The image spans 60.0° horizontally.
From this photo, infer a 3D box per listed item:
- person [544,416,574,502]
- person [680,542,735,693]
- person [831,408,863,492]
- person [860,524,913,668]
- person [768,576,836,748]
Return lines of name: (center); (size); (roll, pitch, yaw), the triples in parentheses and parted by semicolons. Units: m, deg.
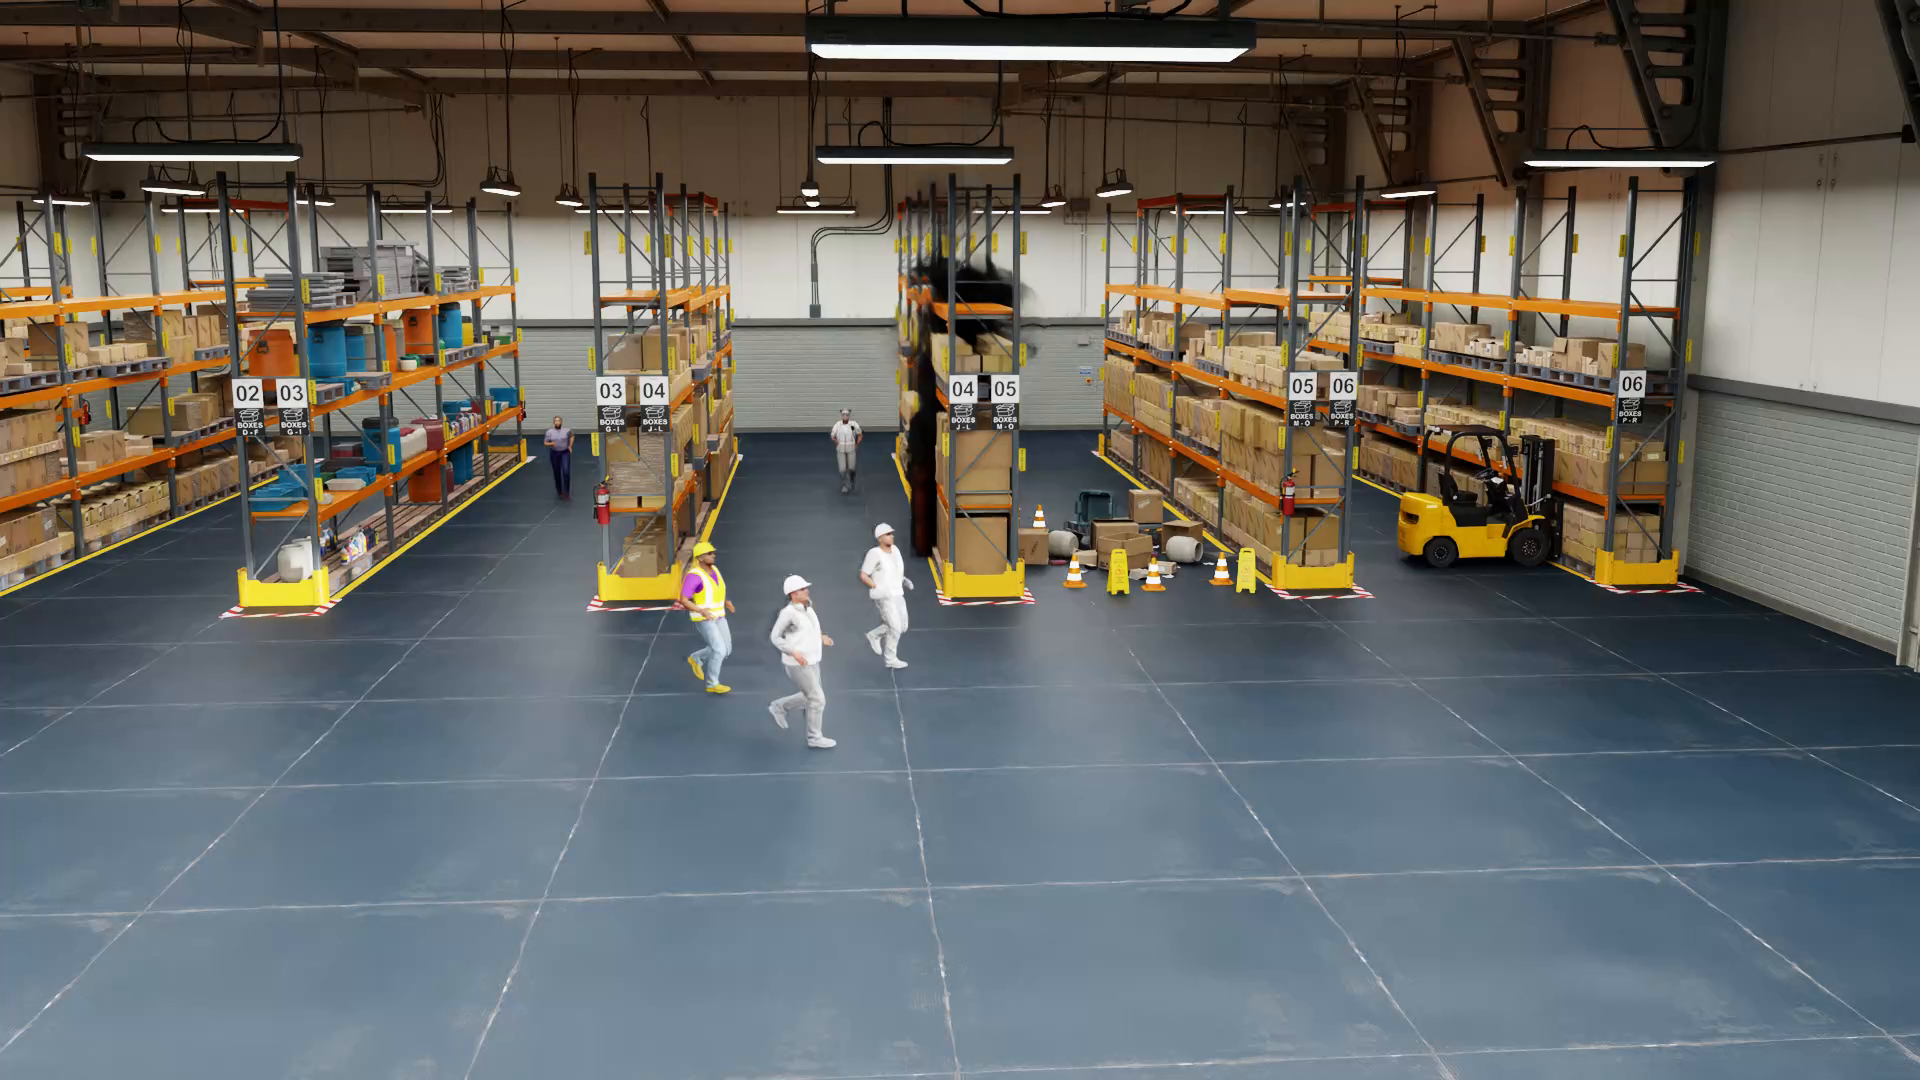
person: (-8.017, -1.643, 33.294); (0.593, 1.704, 0.816); (-2, 10, -11)
person: (-2.884, 0.870, 18.830); (0.625, 1.719, 0.700); (5, 11, 25)
person: (-2.327, -1.838, 34.060); (0.652, 1.737, 0.602); (0, 10, -1)
person: (-0.908, 0.663, 19.960); (0.675, 1.736, 0.685); (7, 12, 34)
person: (-1.626, 1.220, 16.805); (0.803, 1.738, 0.668); (4, 11, 20)
